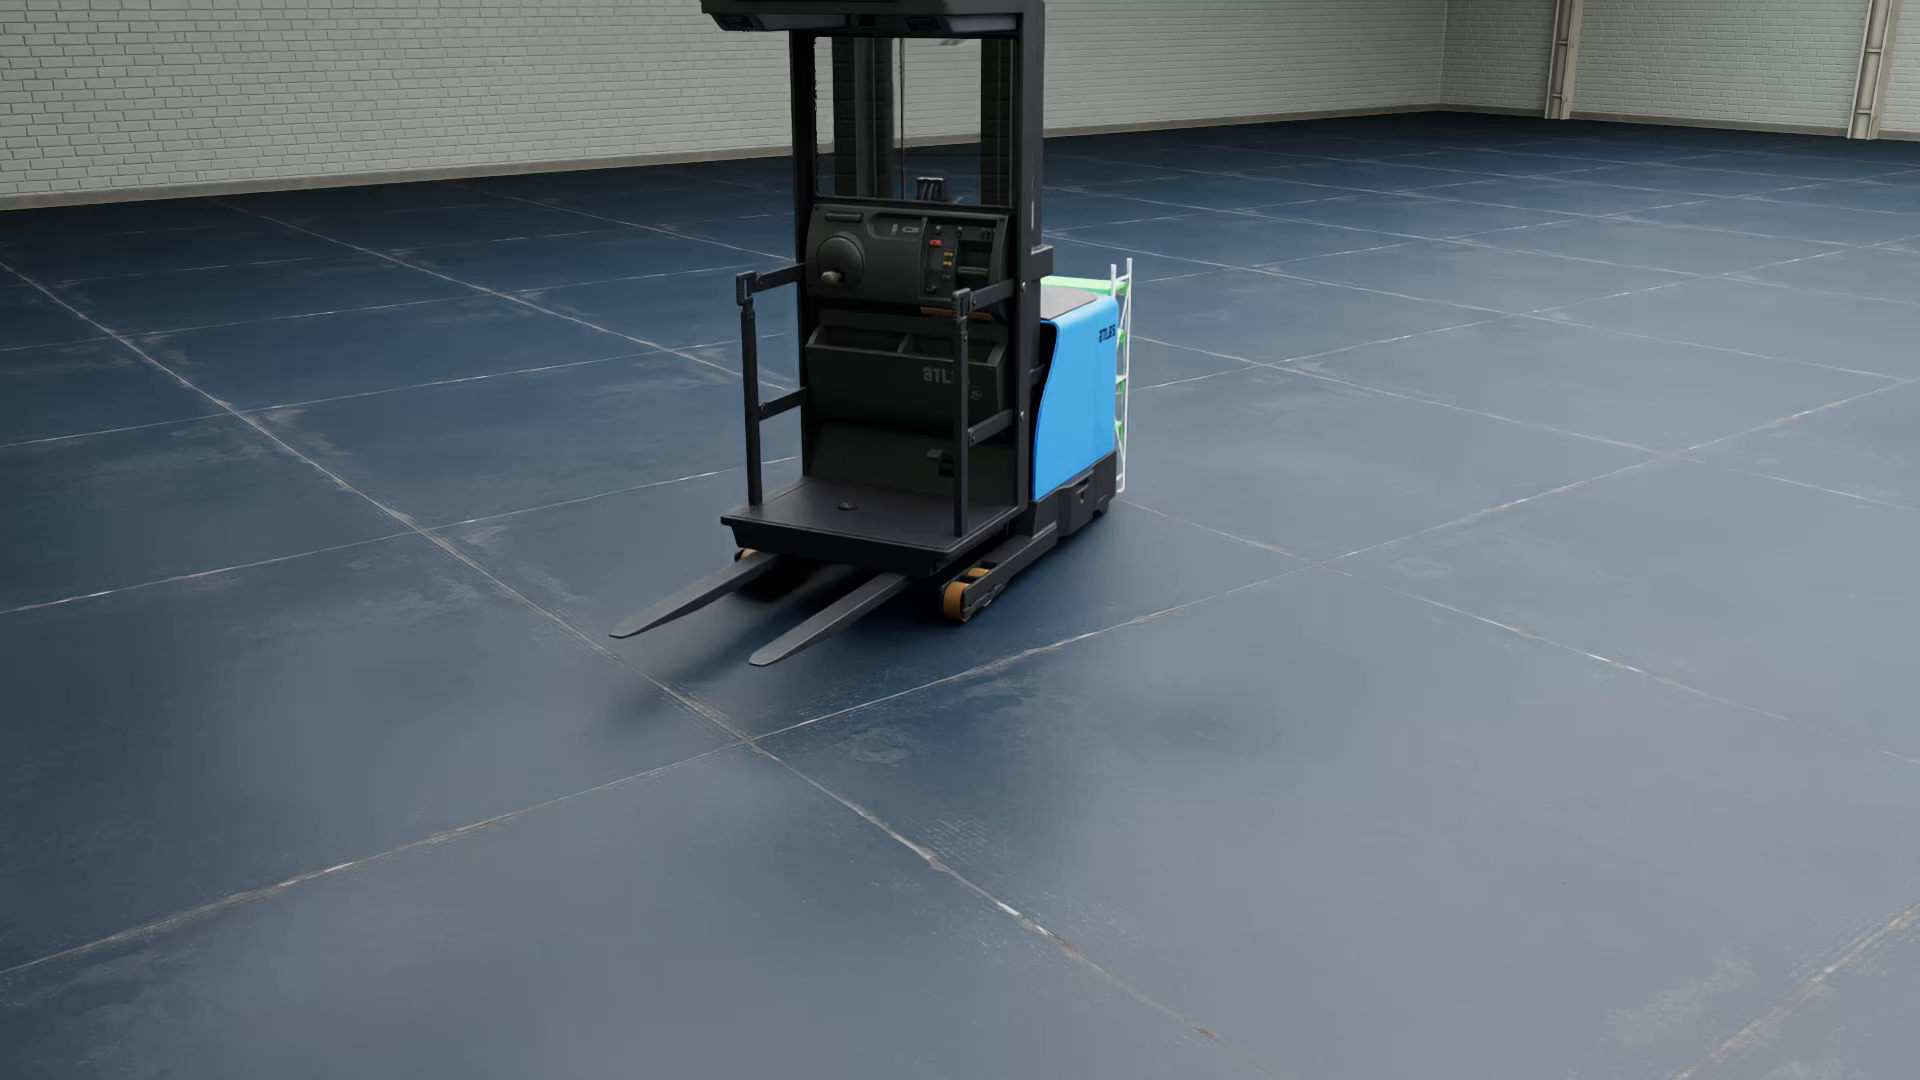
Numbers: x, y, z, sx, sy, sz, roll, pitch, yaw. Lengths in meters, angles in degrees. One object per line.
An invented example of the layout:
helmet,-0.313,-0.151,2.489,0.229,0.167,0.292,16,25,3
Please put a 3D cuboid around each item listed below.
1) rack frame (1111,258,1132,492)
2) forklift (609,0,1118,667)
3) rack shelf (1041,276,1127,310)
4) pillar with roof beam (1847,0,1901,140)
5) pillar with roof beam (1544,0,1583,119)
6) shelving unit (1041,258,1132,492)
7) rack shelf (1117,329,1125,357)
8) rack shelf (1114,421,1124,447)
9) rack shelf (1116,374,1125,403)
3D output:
rack frame,0.796,-0.800,8.369,0.015,1.200,0.240,9,20,25
forklift,-0.324,-1.212,6.860,1.130,2.935,3.031,9,20,25
rack shelf,0.577,-1.229,8.340,0.480,0.148,0.258,9,20,25
pillar with roof beam,12.395,-10.454,25.117,9.100,9.000,0.400,-14,23,-36
pillar with roof beam,8.670,-11.932,29.582,9.100,9.000,0.400,-14,23,-36
shelving unit,0.577,-0.834,8.471,0.503,1.200,0.258,9,20,25
rack shelf,0.577,-1.001,8.416,0.480,0.148,0.258,9,20,25
rack shelf,0.577,-0.545,8.566,0.480,0.148,0.258,9,20,25
rack shelf,0.577,-0.773,8.491,0.480,0.148,0.258,9,20,25
